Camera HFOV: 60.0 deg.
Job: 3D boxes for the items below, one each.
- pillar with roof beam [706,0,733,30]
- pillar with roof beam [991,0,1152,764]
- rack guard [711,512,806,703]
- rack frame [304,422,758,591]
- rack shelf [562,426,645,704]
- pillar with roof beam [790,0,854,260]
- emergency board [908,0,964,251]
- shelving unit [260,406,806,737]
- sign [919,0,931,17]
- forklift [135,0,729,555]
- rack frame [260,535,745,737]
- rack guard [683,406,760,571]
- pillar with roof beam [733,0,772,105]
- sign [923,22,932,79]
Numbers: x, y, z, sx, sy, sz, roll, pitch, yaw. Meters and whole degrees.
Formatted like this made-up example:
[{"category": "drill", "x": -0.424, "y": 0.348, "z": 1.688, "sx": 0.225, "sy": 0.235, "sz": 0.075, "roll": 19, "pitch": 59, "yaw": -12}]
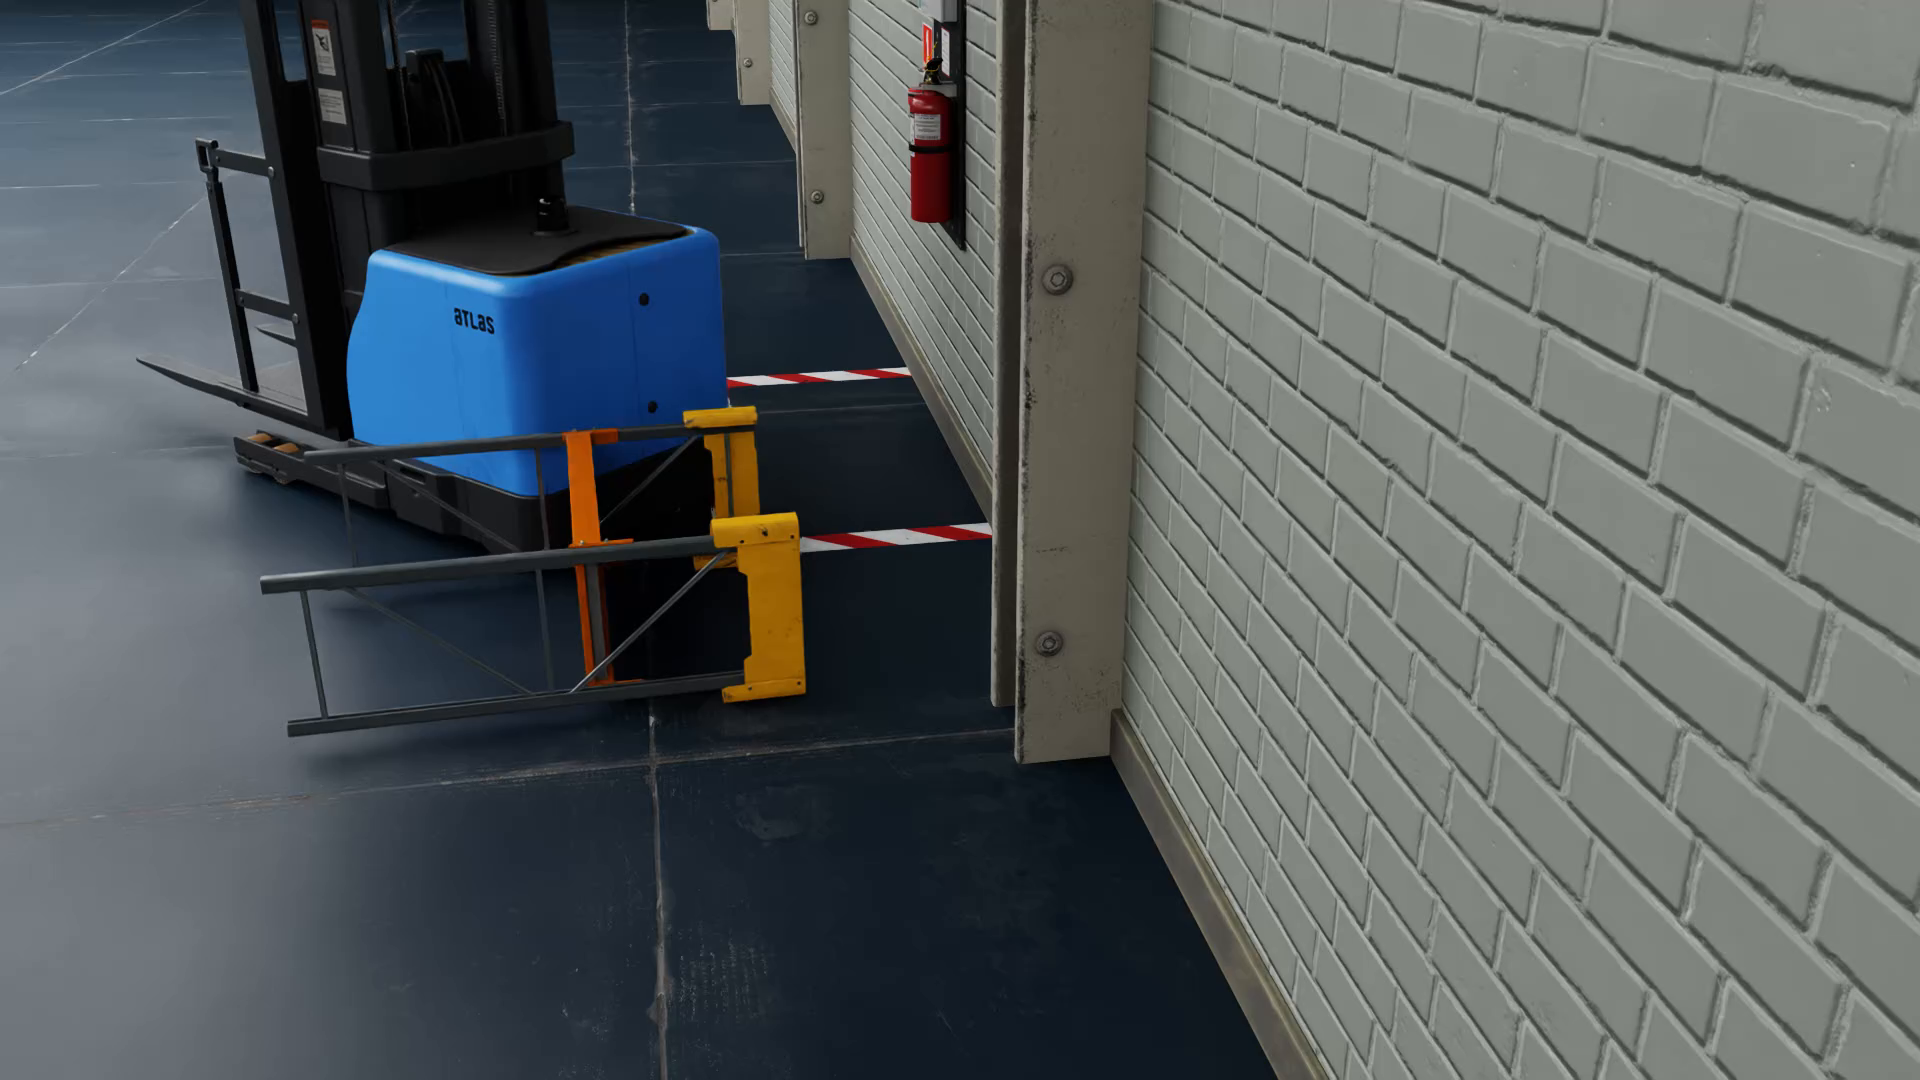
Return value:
[{"category": "pillar with roof beam", "x": -7.277, "y": -10.331, "z": 18.661, "sx": 9.100, "sy": 9.000, "sz": 0.400, "roll": -4, "pitch": 24, "yaw": -10}, {"category": "pillar with roof beam", "x": -3.949, "y": -3.251, "z": 2.451, "sx": 9.100, "sy": 9.000, "sz": 0.400, "roll": -4, "pitch": 24, "yaw": -10}, {"category": "rack guard", "x": -0.605, "y": 0.208, "z": 5.009, "sx": 0.250, "sy": 0.587, "sz": 0.087, "roll": -5, "pitch": 24, "yaw": -12}, {"category": "rack frame", "x": -1.448, "y": -0.130, "z": 5.782, "sx": 1.500, "sy": 0.500, "sz": 0.032, "roll": -5, "pitch": 24, "yaw": -12}, {"category": "rack shelf", "x": -1.155, "y": 0.051, "z": 5.367, "sx": 0.185, "sy": 0.538, "sz": 1.000, "roll": -5, "pitch": 24, "yaw": -12}, {"category": "pillar with roof beam", "x": -5.058, "y": -5.611, "z": 7.854, "sx": 9.100, "sy": 9.000, "sz": 0.400, "roll": -4, "pitch": 24, "yaw": -10}, {"category": "emergency board", "x": -0.138, "y": -1.795, "z": 6.613, "sx": 0.194, "sy": 1.169, "sz": 0.643, "roll": -4, "pitch": 24, "yaw": -10}, {"category": "shelving unit", "x": -1.328, "y": 0.072, "z": 5.320, "sx": 1.500, "sy": 0.587, "sz": 1.083, "roll": -5, "pitch": 24, "yaw": -12}, {"category": "sign", "x": -0.146, "y": -2.277, "z": 7.009, "sx": 0.001, "sy": 0.109, "sz": 0.331, "roll": -4, "pitch": 24, "yaw": -10}, {"category": "forklift", "x": -2.370, "y": -1.719, "z": 6.525, "sx": 3.031, "sy": 2.935, "sz": 1.130, "roll": 17, "pitch": 29, "yaw": 34}, {"category": "rack frame", "x": -1.212, "y": 0.266, "z": 4.875, "sx": 1.500, "sy": 0.500, "sz": 0.032, "roll": -5, "pitch": 24, "yaw": -12}, {"category": "rack guard", "x": -0.835, "y": -0.180, "z": 5.897, "sx": 0.250, "sy": 0.587, "sz": 0.087, "roll": -5, "pitch": 24, "yaw": -12}, {"category": "pillar with roof beam", "x": -6.168, "y": -7.971, "z": 13.258, "sx": 9.100, "sy": 9.000, "sz": 0.400, "roll": -4, "pitch": 24, "yaw": -10}, {"category": "sign", "x": -0.138, "y": -2.037, "z": 7.121, "sx": 0.001, "sy": 0.329, "sz": 0.234, "roll": -4, "pitch": 24, "yaw": -10}]
